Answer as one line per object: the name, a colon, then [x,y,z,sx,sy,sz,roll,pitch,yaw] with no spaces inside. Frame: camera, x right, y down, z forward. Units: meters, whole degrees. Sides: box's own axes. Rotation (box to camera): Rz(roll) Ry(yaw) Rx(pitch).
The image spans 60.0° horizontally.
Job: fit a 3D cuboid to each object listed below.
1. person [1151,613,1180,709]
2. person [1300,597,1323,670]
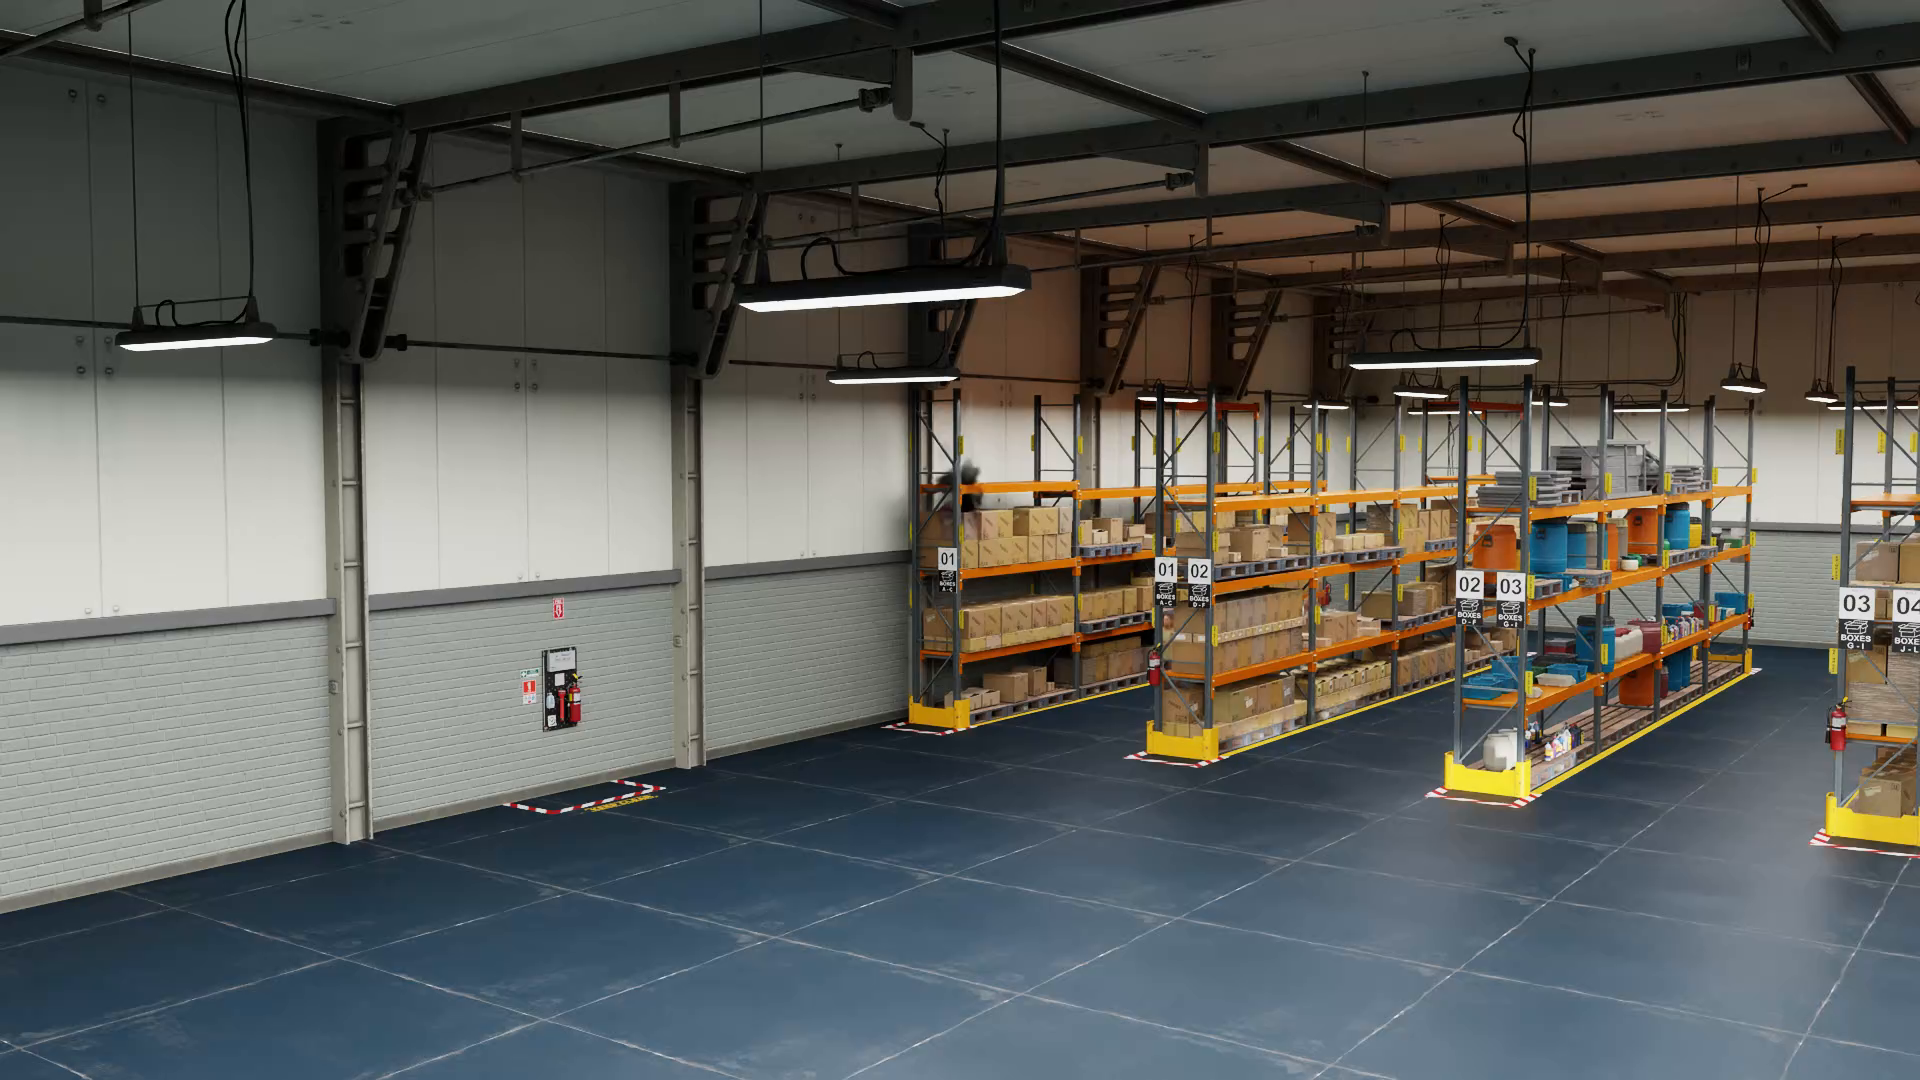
person: [3.733,2.163,30.035,0.568,1.685,0.891,2,4,32]
person: [7.451,2.097,35.486,0.729,1.776,1.087,3,4,39]
